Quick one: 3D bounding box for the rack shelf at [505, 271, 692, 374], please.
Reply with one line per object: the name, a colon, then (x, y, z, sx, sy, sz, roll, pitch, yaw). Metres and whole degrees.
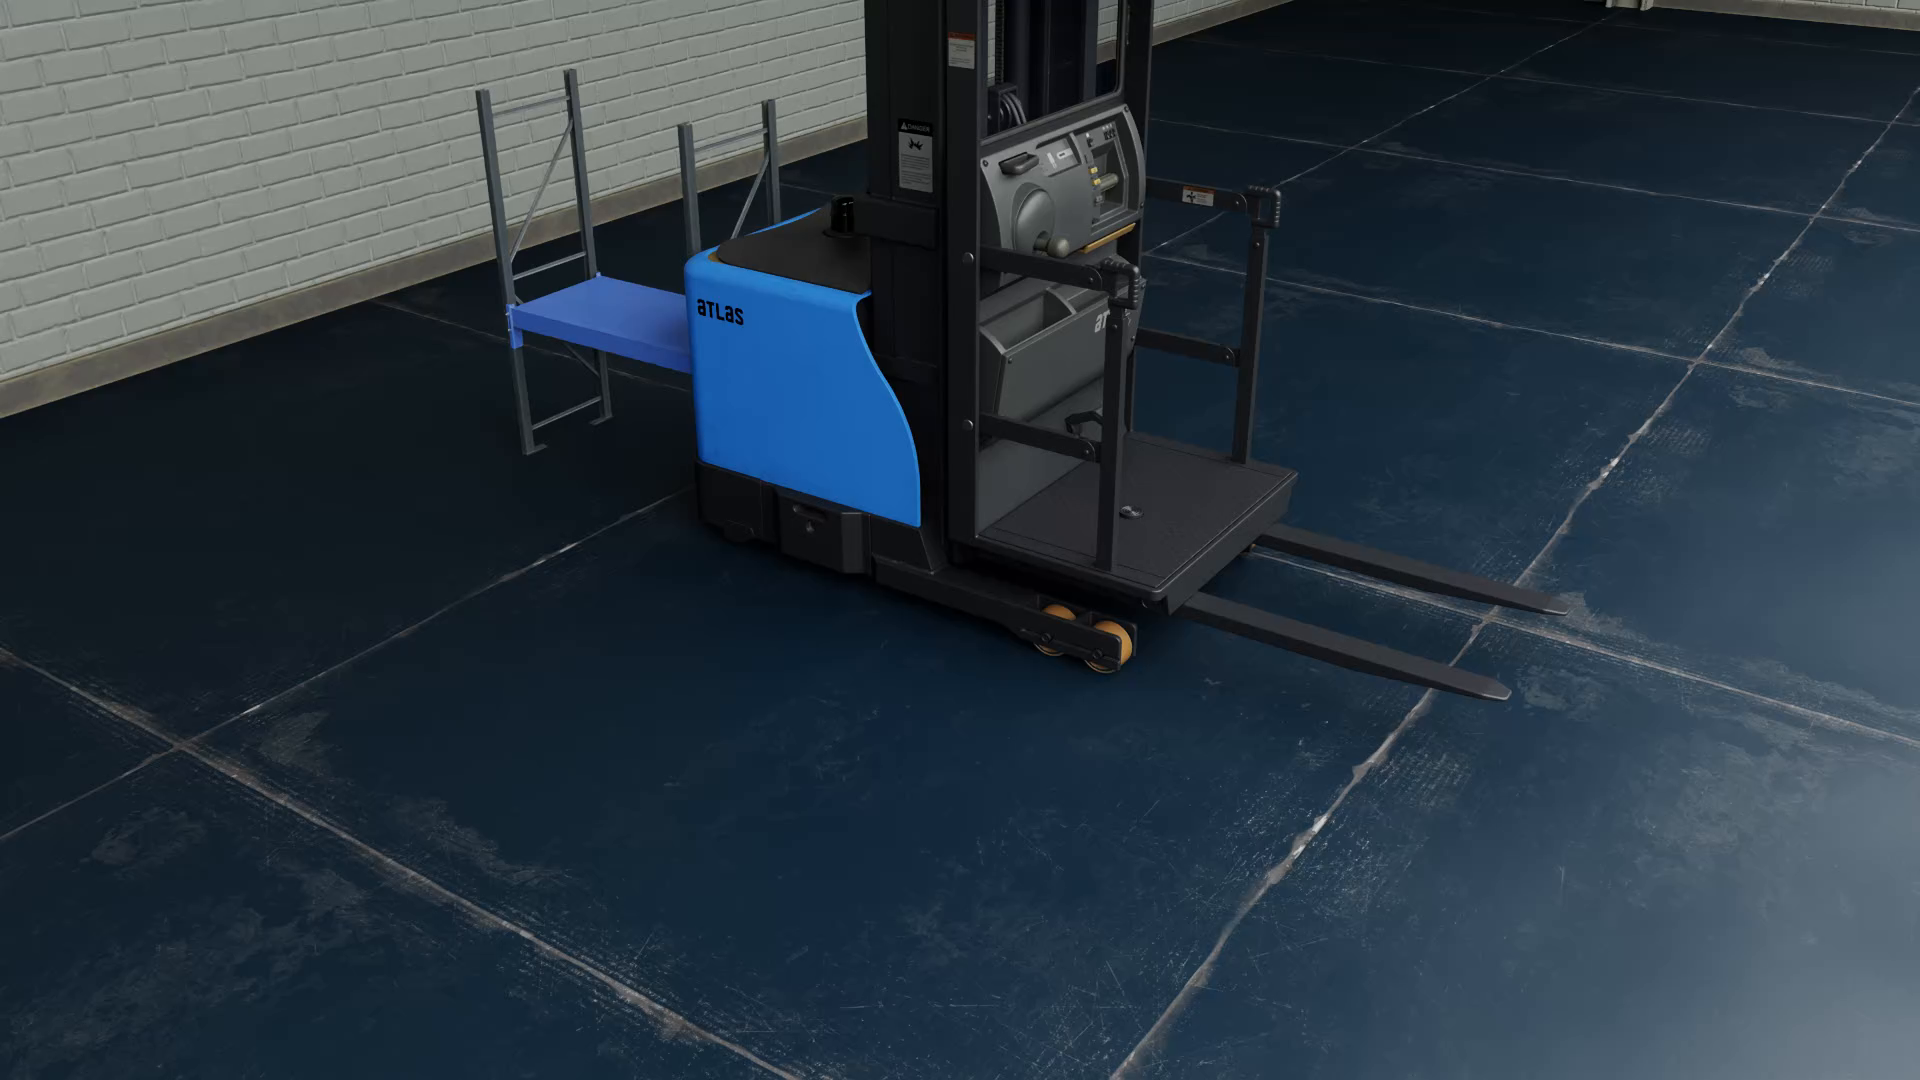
rack shelf: (-1.256, -0.830, 6.624, 1.000, 0.185, 0.538, 17, 31, 29)

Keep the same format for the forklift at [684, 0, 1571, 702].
forklift: (0.519, -1.149, 5.276, 3.031, 2.935, 1.130, 17, 31, 30)

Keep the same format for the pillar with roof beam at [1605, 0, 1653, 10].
pillar with roof beam: (4.368, -7.828, 11.710, 0.400, 9.000, 9.100, 17, 32, 30)

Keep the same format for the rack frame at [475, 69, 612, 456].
rack frame: (-1.680, -1.117, 6.792, 0.032, 1.500, 0.500, 17, 31, 29)

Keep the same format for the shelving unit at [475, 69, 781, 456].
shelving unit: (-1.256, -0.990, 6.542, 1.048, 1.500, 0.538, 17, 31, 29)

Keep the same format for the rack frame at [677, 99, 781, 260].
rack frame: (-0.832, -0.863, 6.292, 0.032, 1.500, 0.500, 17, 31, 29)
